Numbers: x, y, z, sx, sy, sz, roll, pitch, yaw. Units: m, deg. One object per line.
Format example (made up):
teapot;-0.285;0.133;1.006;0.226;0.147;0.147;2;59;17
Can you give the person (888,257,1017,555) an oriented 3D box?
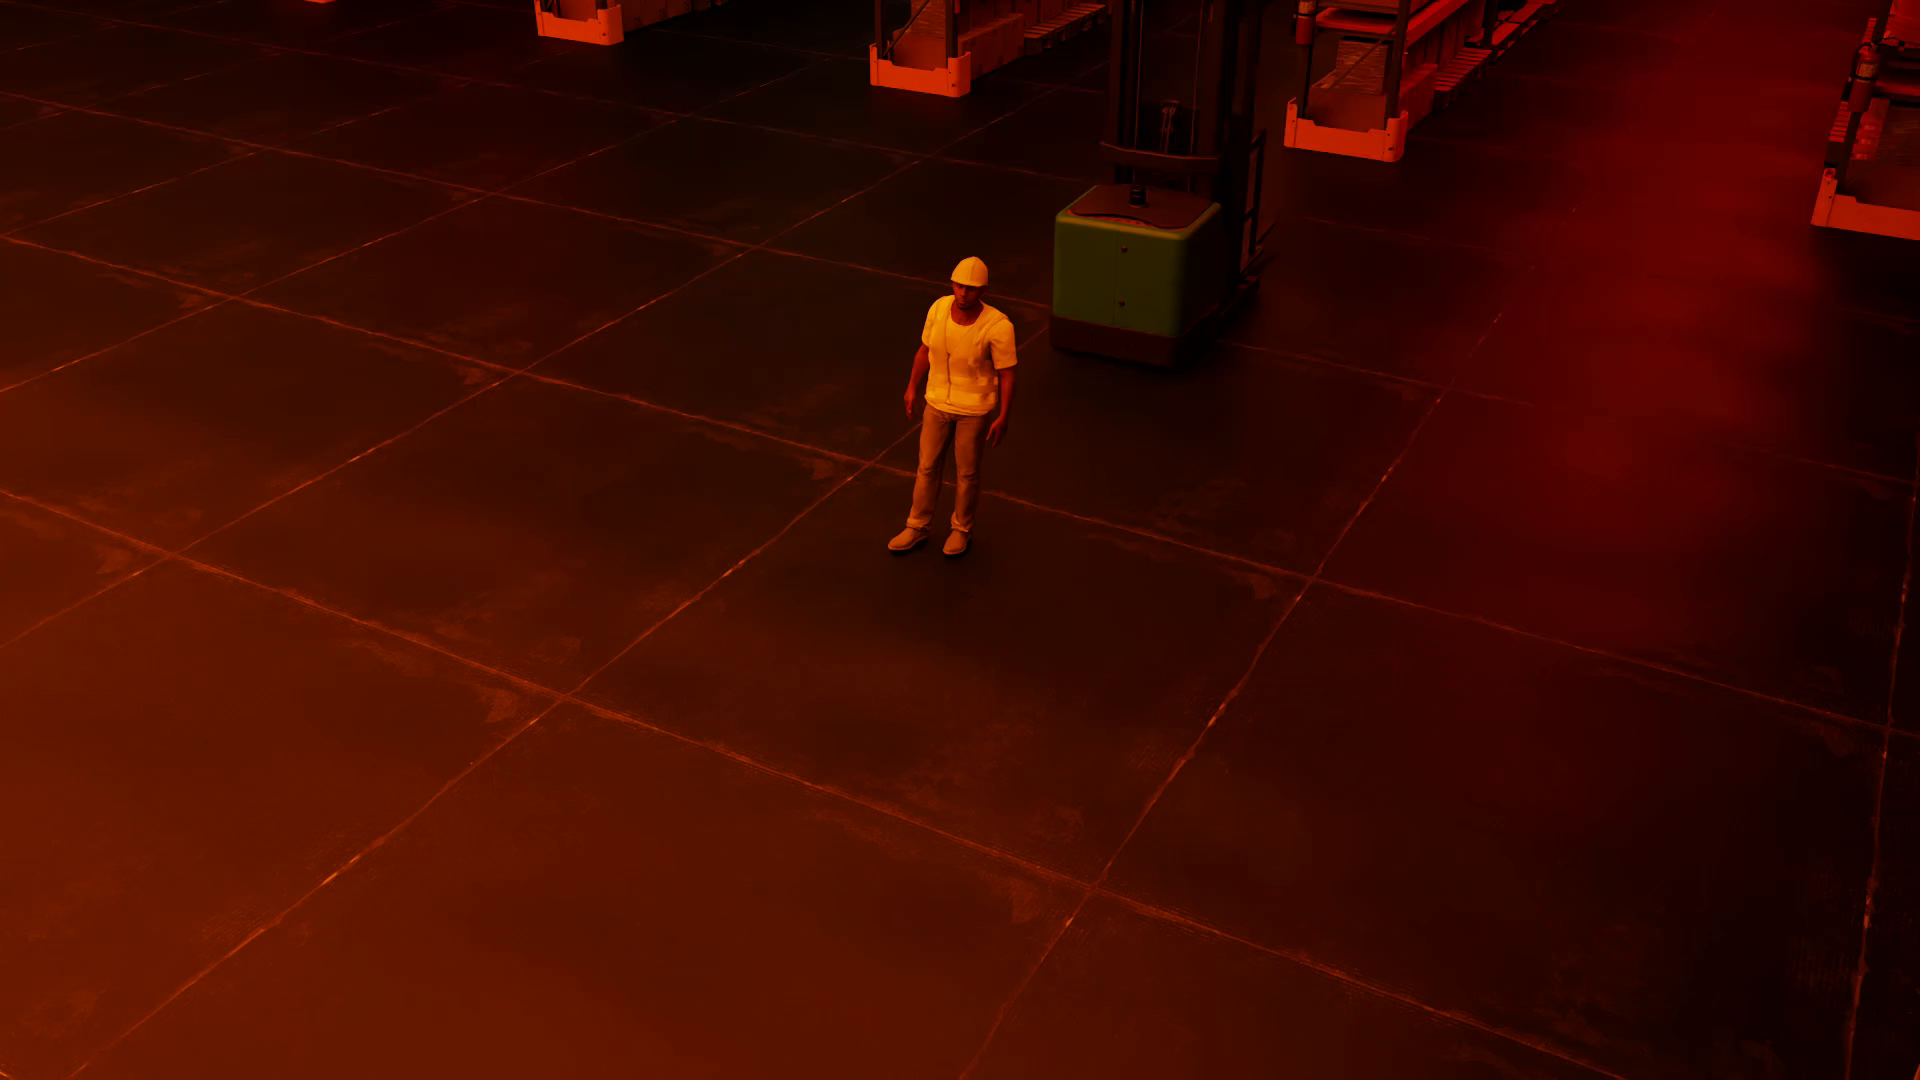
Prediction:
person;-0.039;-0.742;9.507;0.665;1.768;0.575;15;33;25

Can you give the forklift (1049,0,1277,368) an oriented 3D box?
forklift;1.763;-3.228;12.663;1.130;2.935;3.031;14;33;22
